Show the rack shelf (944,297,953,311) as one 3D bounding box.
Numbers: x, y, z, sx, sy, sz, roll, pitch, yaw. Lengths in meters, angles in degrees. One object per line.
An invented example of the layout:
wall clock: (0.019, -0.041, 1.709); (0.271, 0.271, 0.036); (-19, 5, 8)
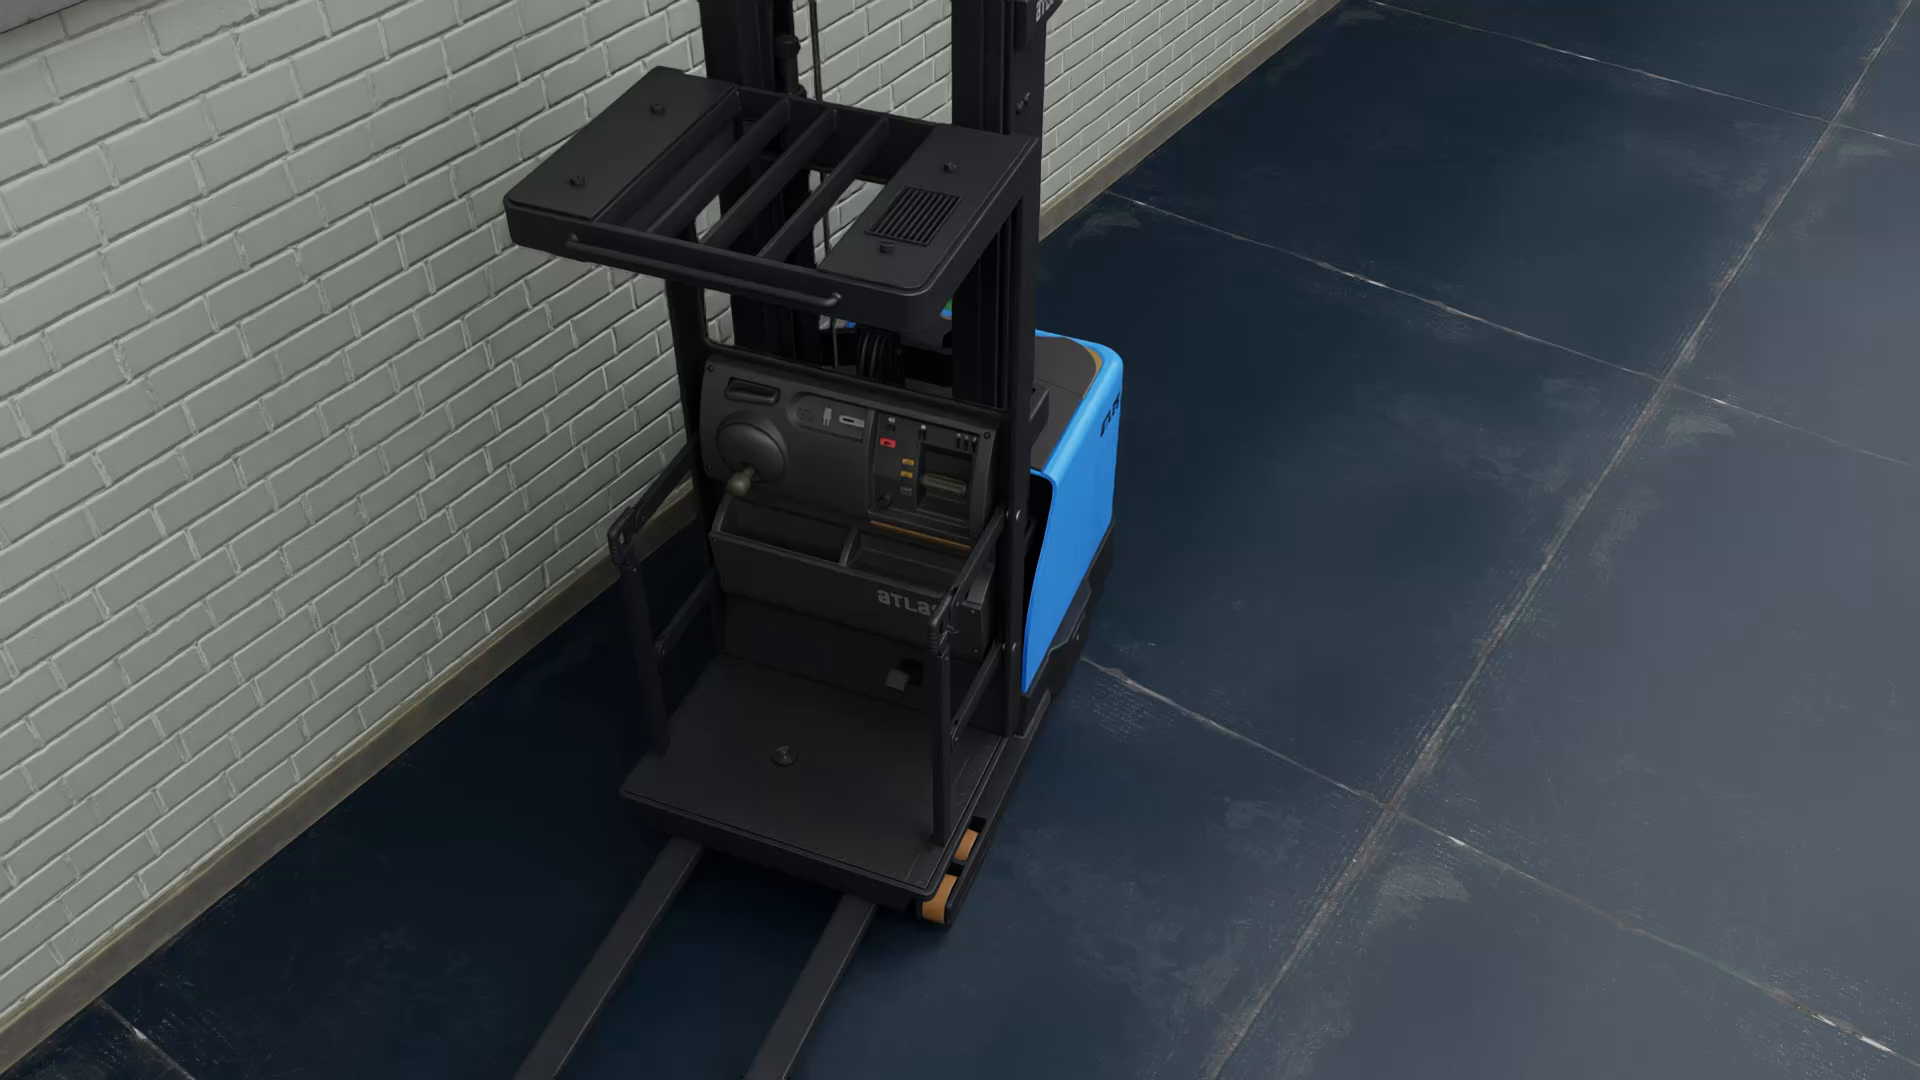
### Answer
rack shelf: (-0.056, -0.932, 6.268); (0.480, 0.148, 0.258); (13, 43, 14)

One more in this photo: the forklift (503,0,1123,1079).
forklift: (-0.418, -0.179, 4.752); (1.130, 2.935, 3.031); (15, 44, 16)

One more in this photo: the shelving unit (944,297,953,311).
shelving unit: (-0.056, -0.622, 6.546); (0.503, 1.200, 0.258); (13, 43, 14)
